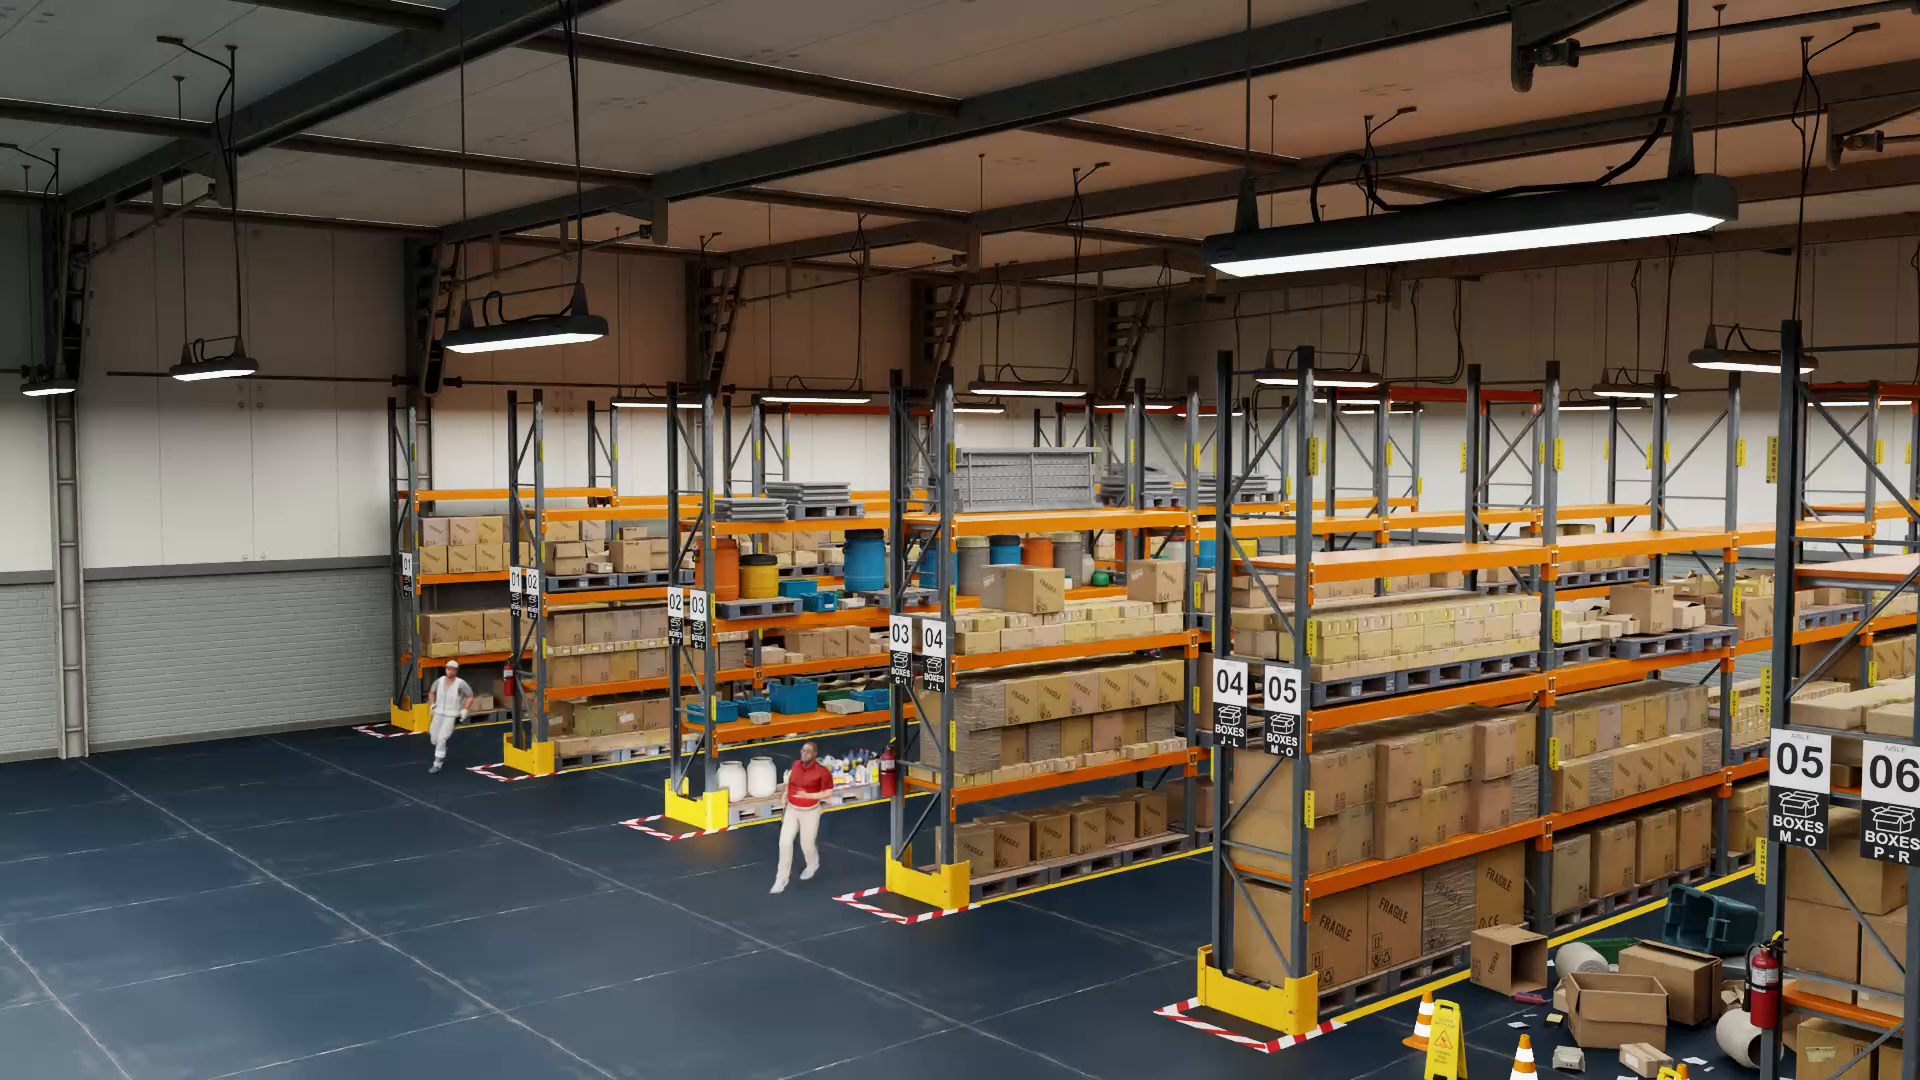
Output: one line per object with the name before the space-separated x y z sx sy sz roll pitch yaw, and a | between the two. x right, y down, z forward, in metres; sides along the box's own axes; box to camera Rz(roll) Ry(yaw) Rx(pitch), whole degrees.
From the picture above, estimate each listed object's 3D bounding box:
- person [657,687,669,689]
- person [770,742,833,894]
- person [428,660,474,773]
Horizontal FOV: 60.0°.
person | -5.315 2.566 29.788 0.610 1.721 0.782 3 5 43
person | -1.744 3.244 19.298 0.676 1.702 0.857 1 4 24
person | -8.045 2.764 26.255 0.724 1.752 0.746 0 3 3
